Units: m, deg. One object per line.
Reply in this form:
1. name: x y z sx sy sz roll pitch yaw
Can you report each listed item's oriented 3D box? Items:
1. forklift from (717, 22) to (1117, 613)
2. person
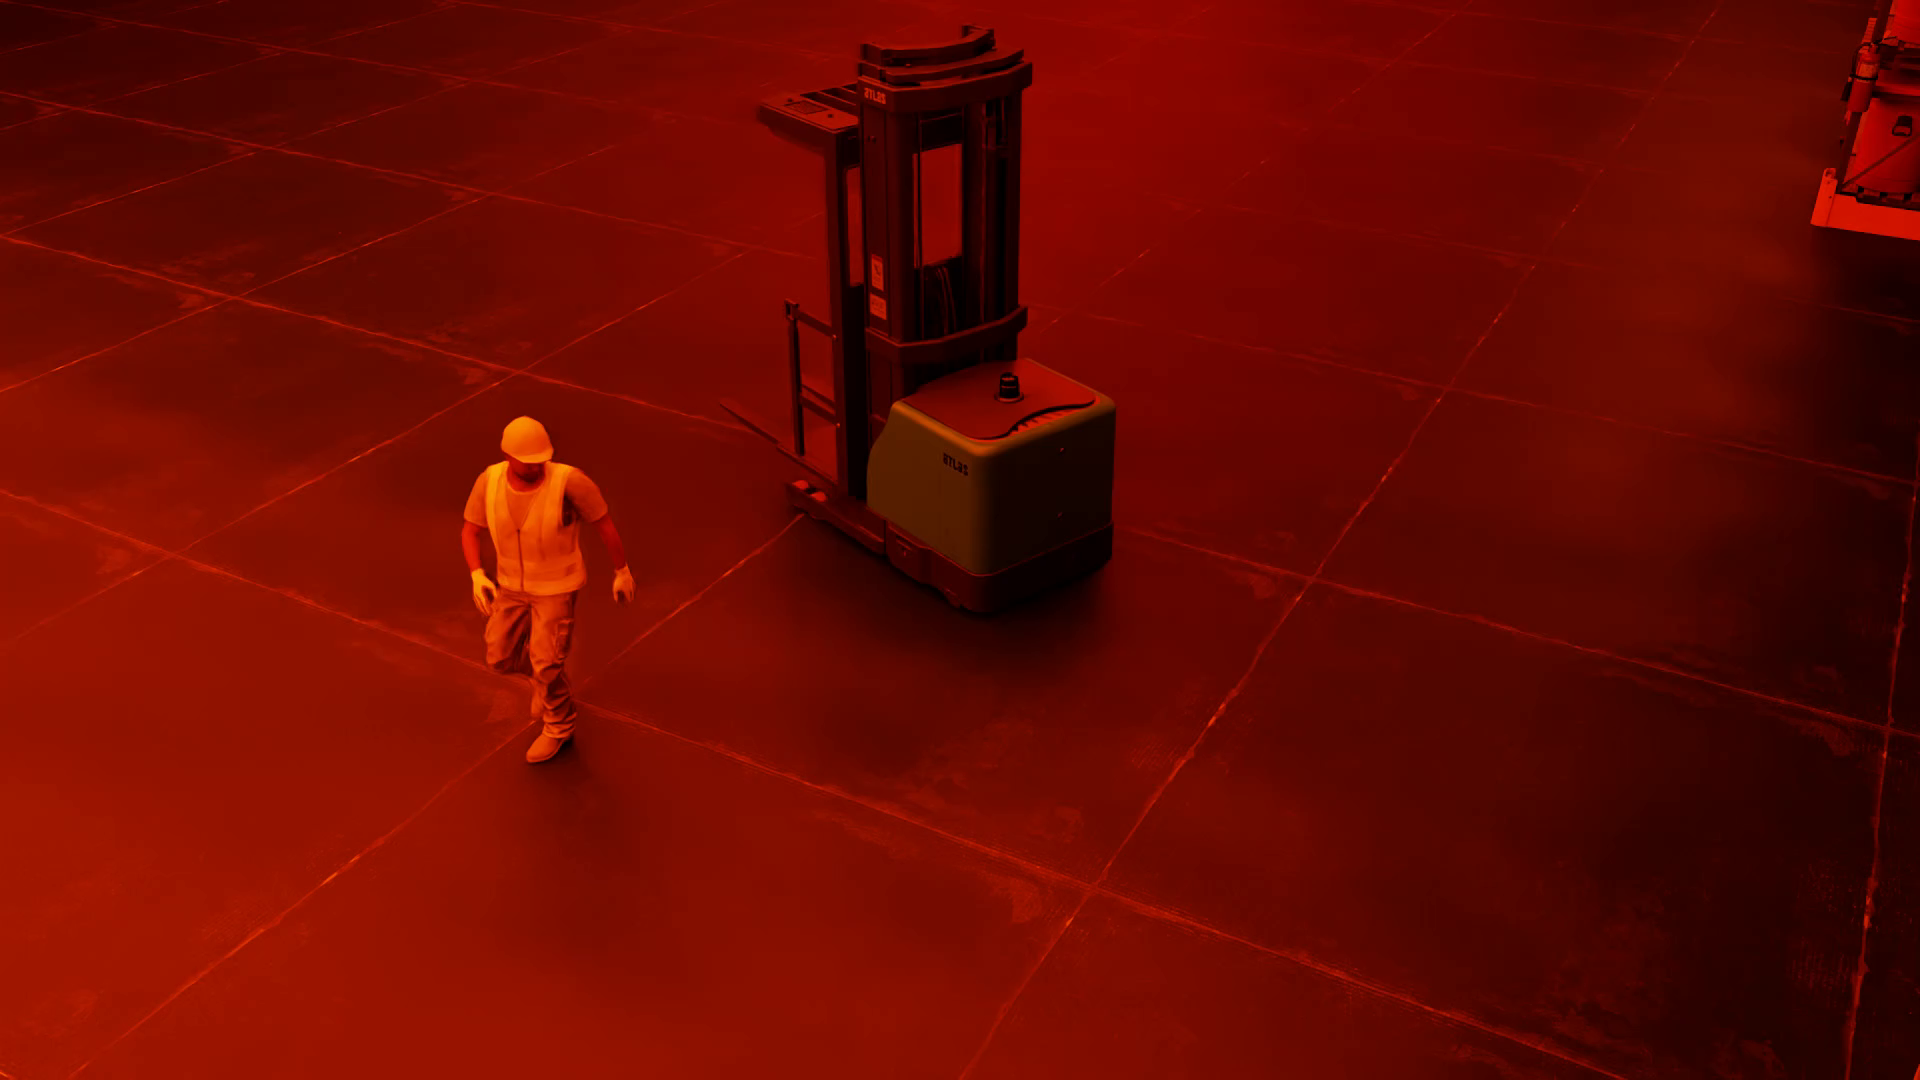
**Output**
1. forklift: -0.429 -1.536 9.733 1.130 2.935 3.031 -22 37 -33
2. person: -1.978 0.226 7.883 0.747 1.731 0.582 10 32 17
